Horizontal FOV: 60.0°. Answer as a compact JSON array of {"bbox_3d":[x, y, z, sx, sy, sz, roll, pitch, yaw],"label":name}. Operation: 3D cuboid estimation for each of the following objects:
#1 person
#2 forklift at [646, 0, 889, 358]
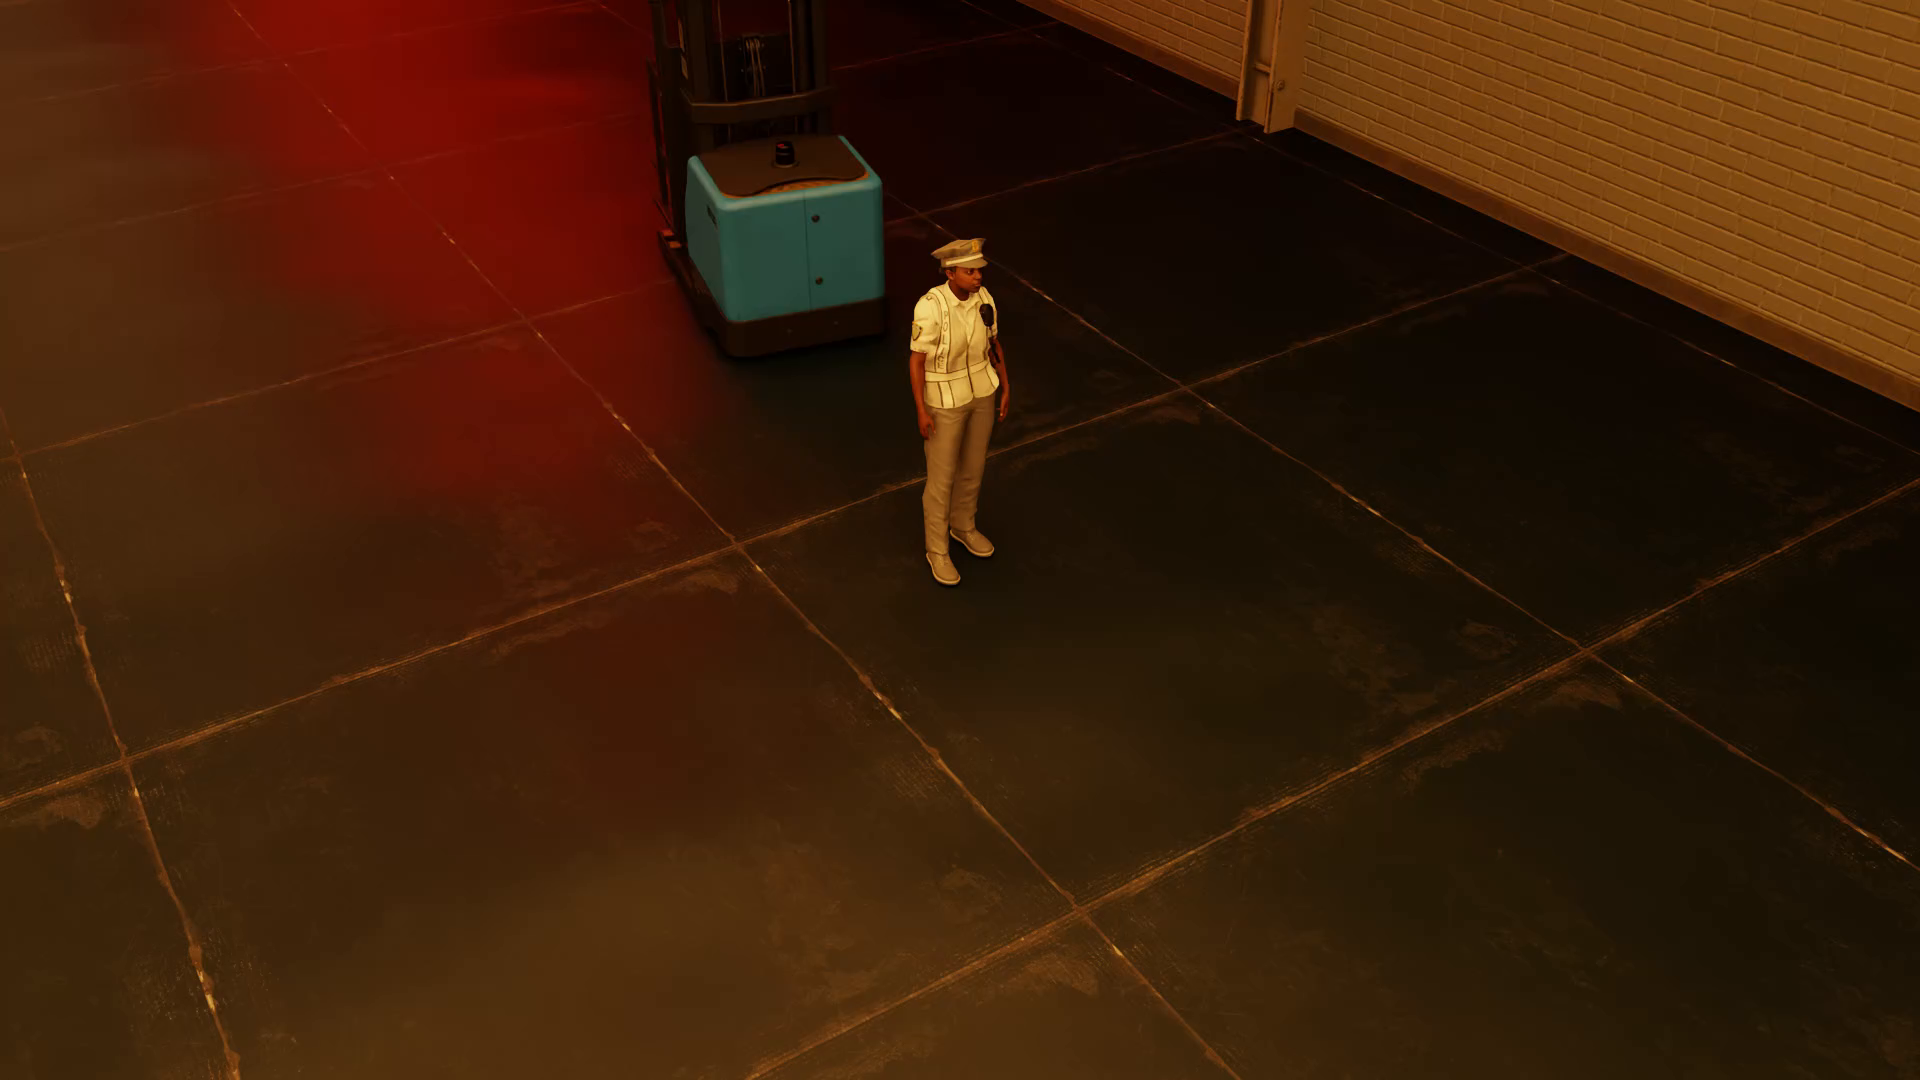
[{"bbox_3d":[0.024,-0.657,8.145,0.569,1.695,0.528,-21,40,-27],"label":"person"},{"bbox_3d":[-1.451,-3.156,10.639,1.130,2.935,3.031,-13,37,-17],"label":"forklift"}]
